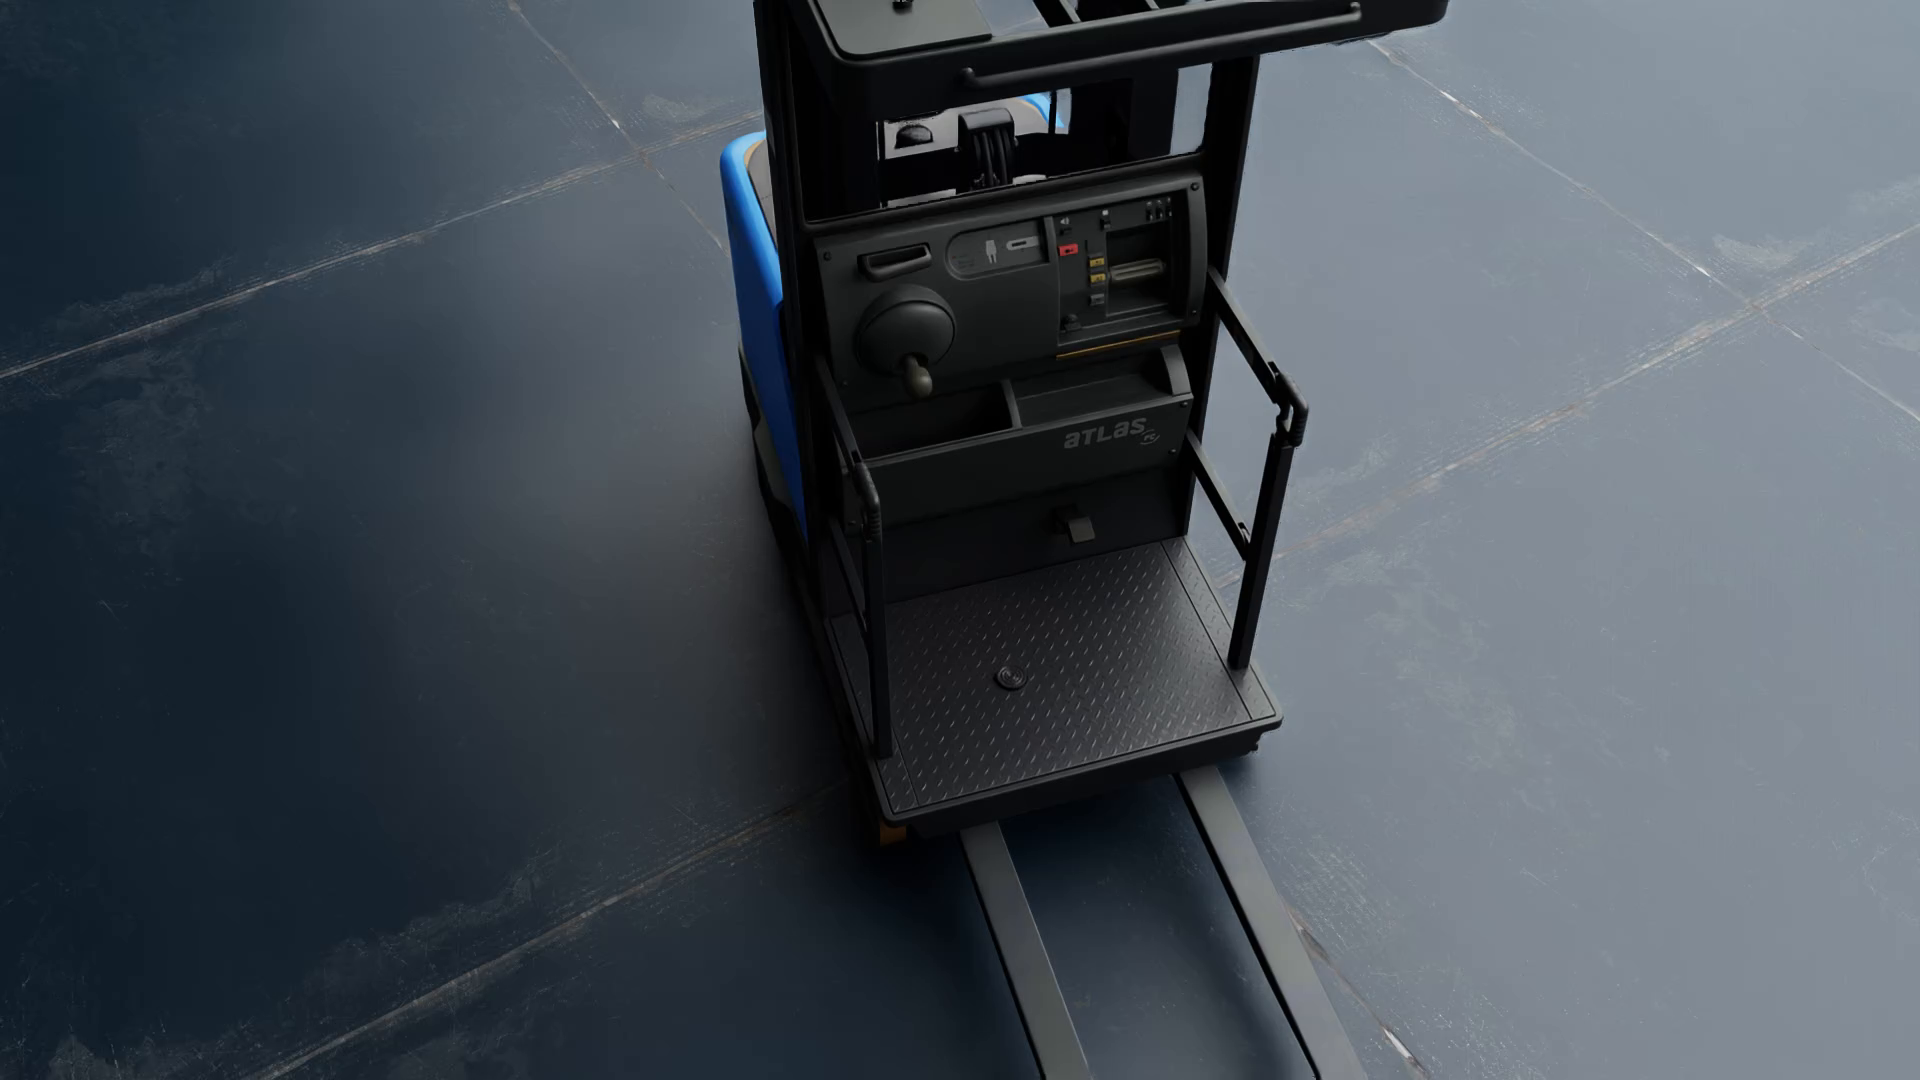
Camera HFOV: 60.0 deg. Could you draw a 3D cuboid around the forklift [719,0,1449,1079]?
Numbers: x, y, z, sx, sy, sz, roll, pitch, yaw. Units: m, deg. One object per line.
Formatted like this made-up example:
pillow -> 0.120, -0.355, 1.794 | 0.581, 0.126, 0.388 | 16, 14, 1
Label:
forklift -> 0.197, -0.491, 3.724 | 1.130, 2.935, 3.031 | -13, 50, -11
